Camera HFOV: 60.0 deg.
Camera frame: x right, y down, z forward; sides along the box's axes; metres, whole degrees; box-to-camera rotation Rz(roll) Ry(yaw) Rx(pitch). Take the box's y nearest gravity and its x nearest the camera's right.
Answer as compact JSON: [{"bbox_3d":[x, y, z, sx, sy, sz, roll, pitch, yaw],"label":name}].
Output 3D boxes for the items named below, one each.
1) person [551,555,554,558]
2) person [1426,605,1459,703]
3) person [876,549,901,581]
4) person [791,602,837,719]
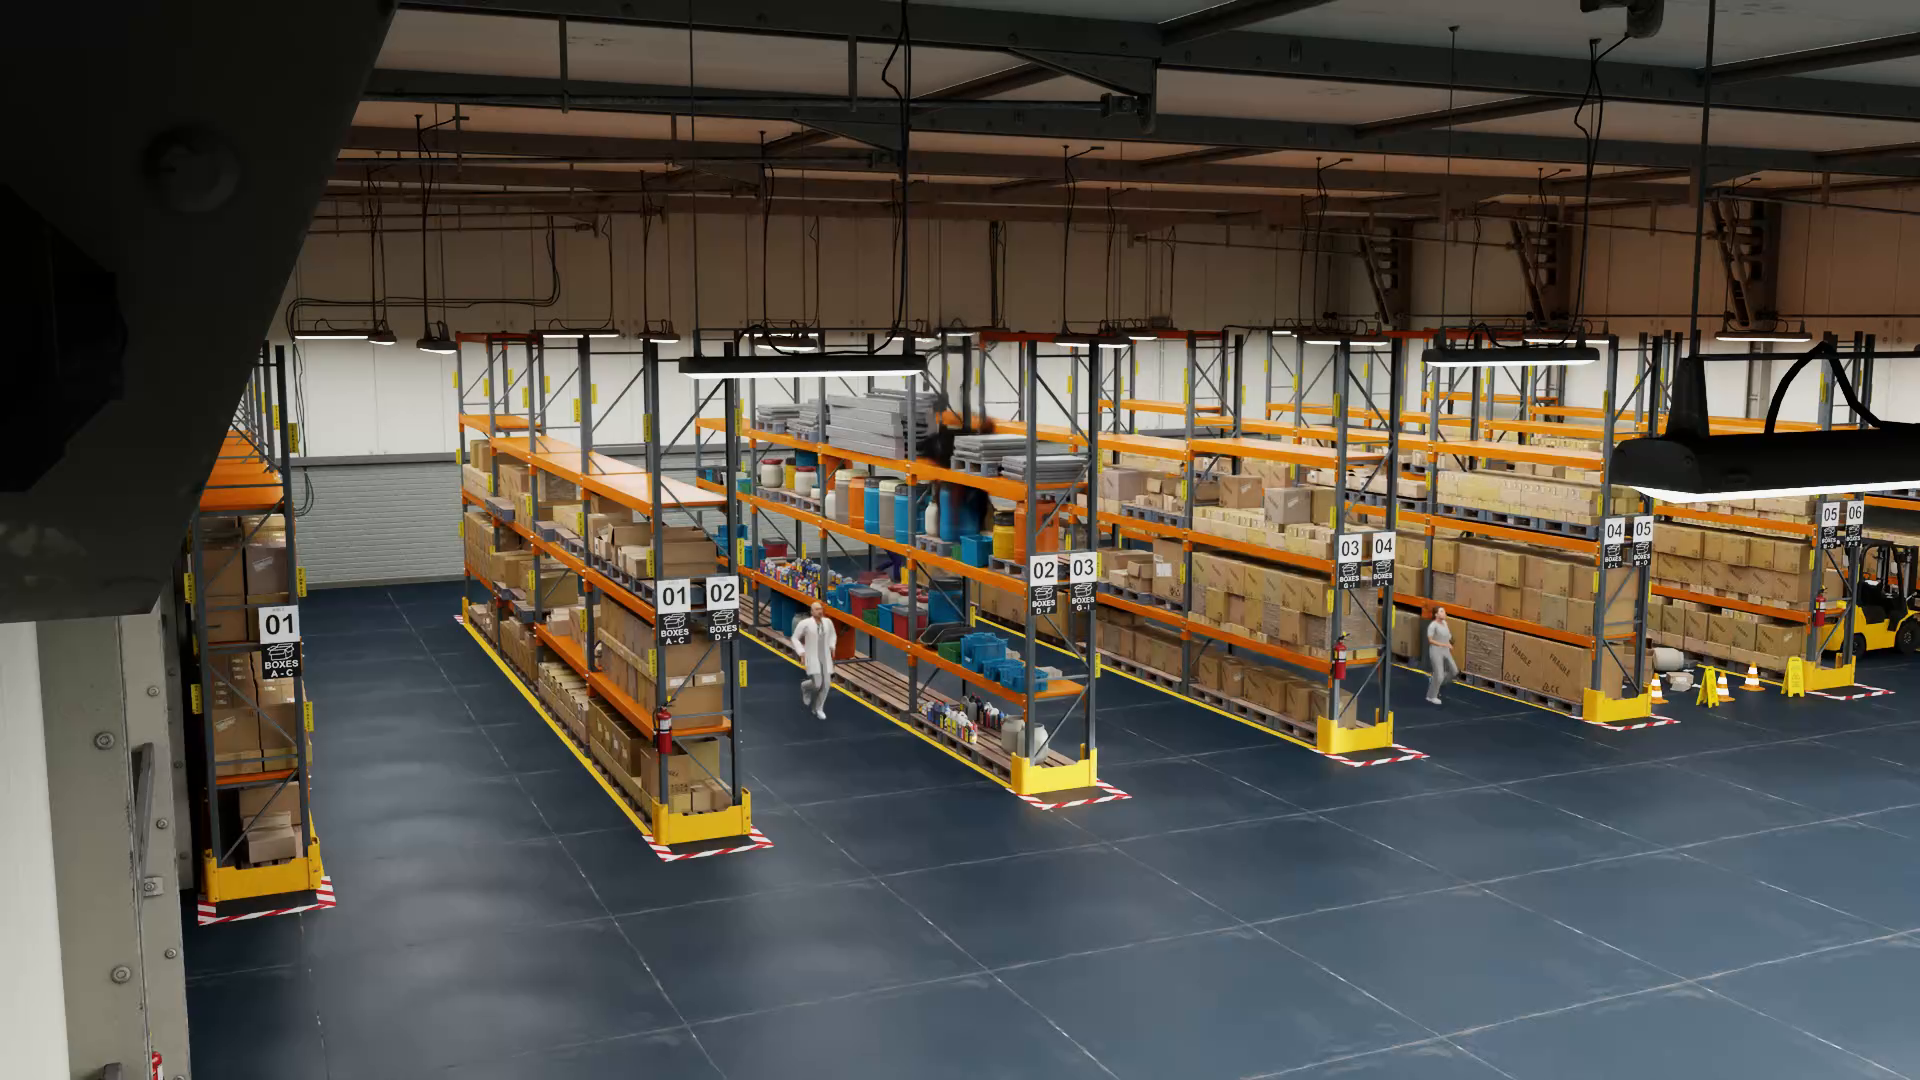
[{"bbox_3d":[-8.483,0.713,35.306,0.953,1.728,0.738,7,10,40],"label":"person"},{"bbox_3d":[7.892,1.874,27.221,0.572,1.633,0.578,-5,9,-35],"label":"person"},{"bbox_3d":[-1.666,0.162,39.803,0.752,1.632,0.614,0,8,2],"label":"person"},{"bbox_3d":[-2.175,1.809,25.199,0.723,1.762,0.634,-5,9,-30],"label":"person"}]
